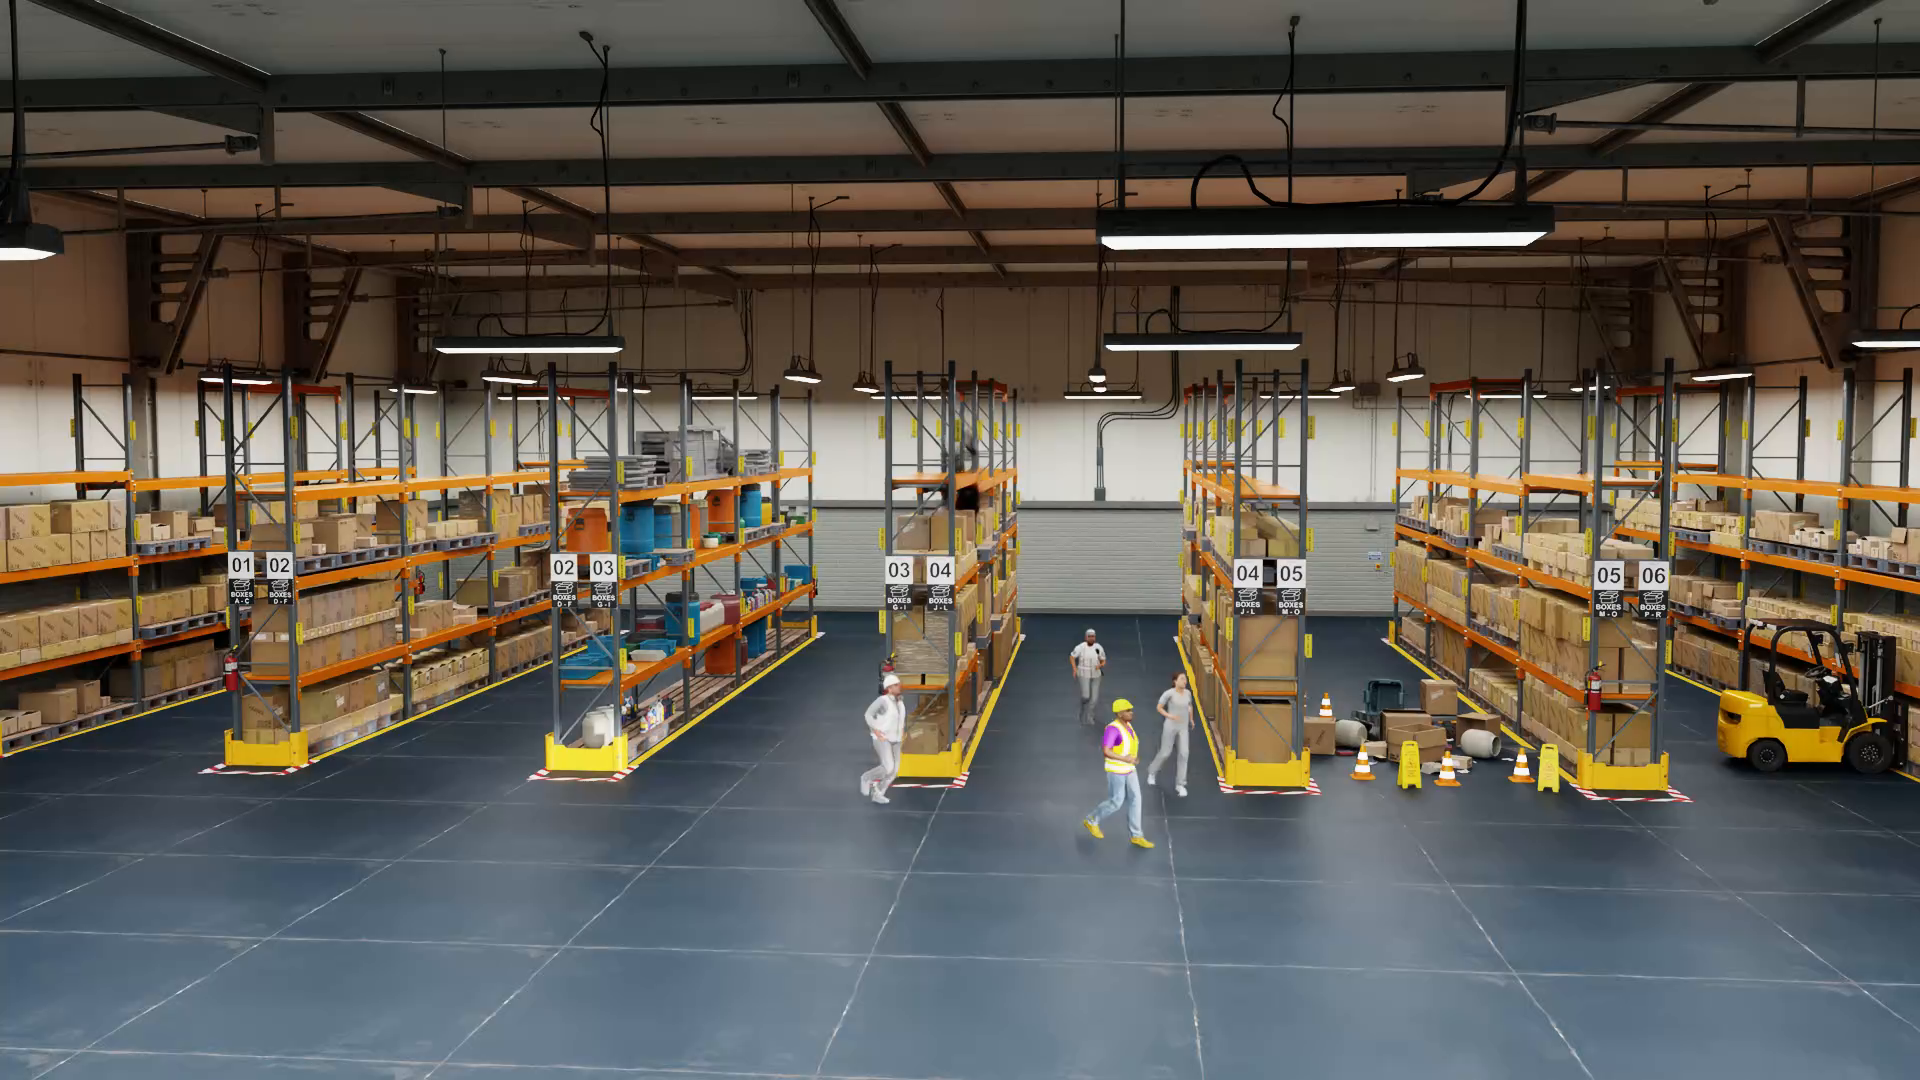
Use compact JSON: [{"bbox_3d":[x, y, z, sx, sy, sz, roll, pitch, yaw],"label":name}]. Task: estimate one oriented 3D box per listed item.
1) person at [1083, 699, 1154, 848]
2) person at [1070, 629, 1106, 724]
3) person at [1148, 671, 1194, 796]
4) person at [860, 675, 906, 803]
[{"bbox_3d":[1.915,2.798,20.067,0.911,1.772,0.696,3,5,36],"label":"person"},{"bbox_3d":[2.194,2.327,28.168,0.592,1.627,0.598,0,4,-7],"label":"person"},{"bbox_3d":[3.028,2.646,23.118,0.621,1.666,0.928,-1,4,-20],"label":"person"},{"bbox_3d":[-0.977,2.678,22.519,0.554,1.687,0.670,3,5,40],"label":"person"}]
